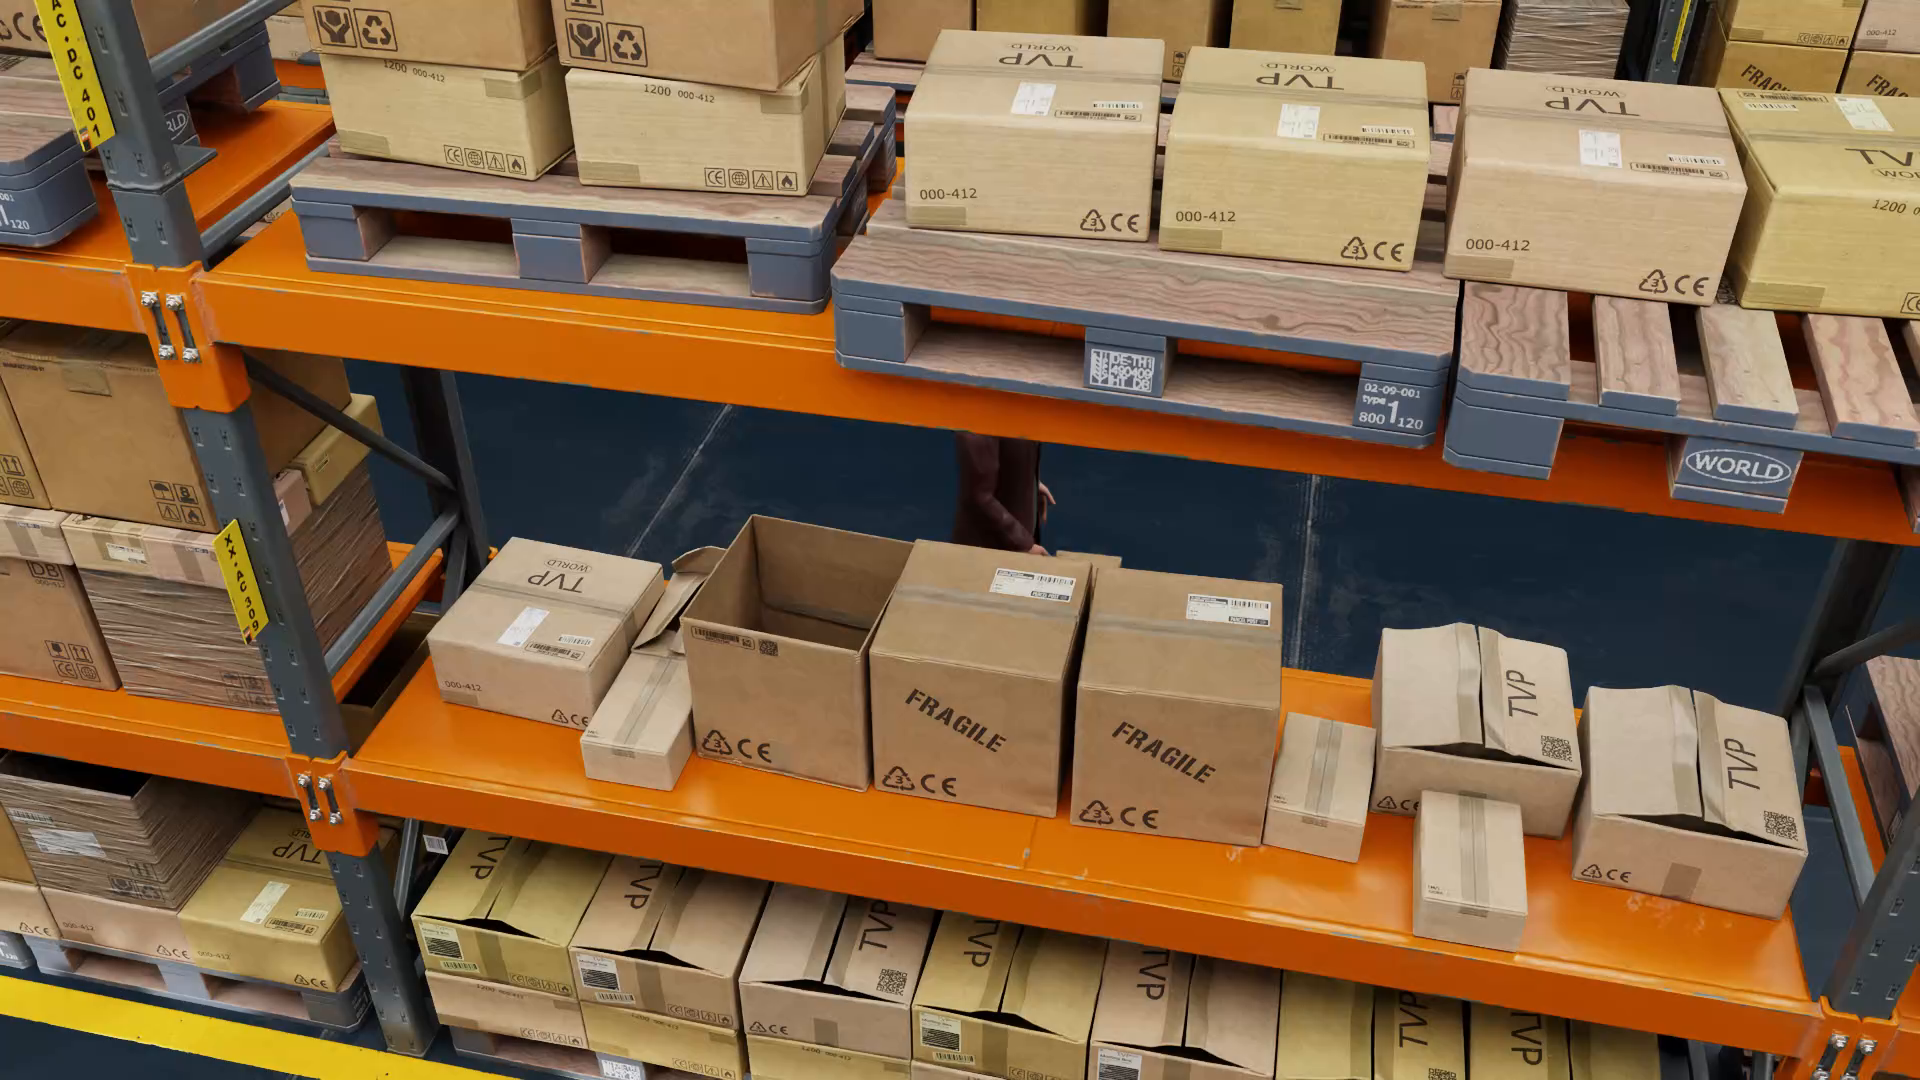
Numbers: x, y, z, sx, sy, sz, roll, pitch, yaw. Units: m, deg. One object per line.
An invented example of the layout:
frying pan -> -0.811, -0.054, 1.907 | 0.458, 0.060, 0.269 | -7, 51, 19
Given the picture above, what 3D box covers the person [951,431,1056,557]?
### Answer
person -> 0.161, -0.040, 6.209 | 0.441, 1.777, 0.647 | 7, 37, 9
